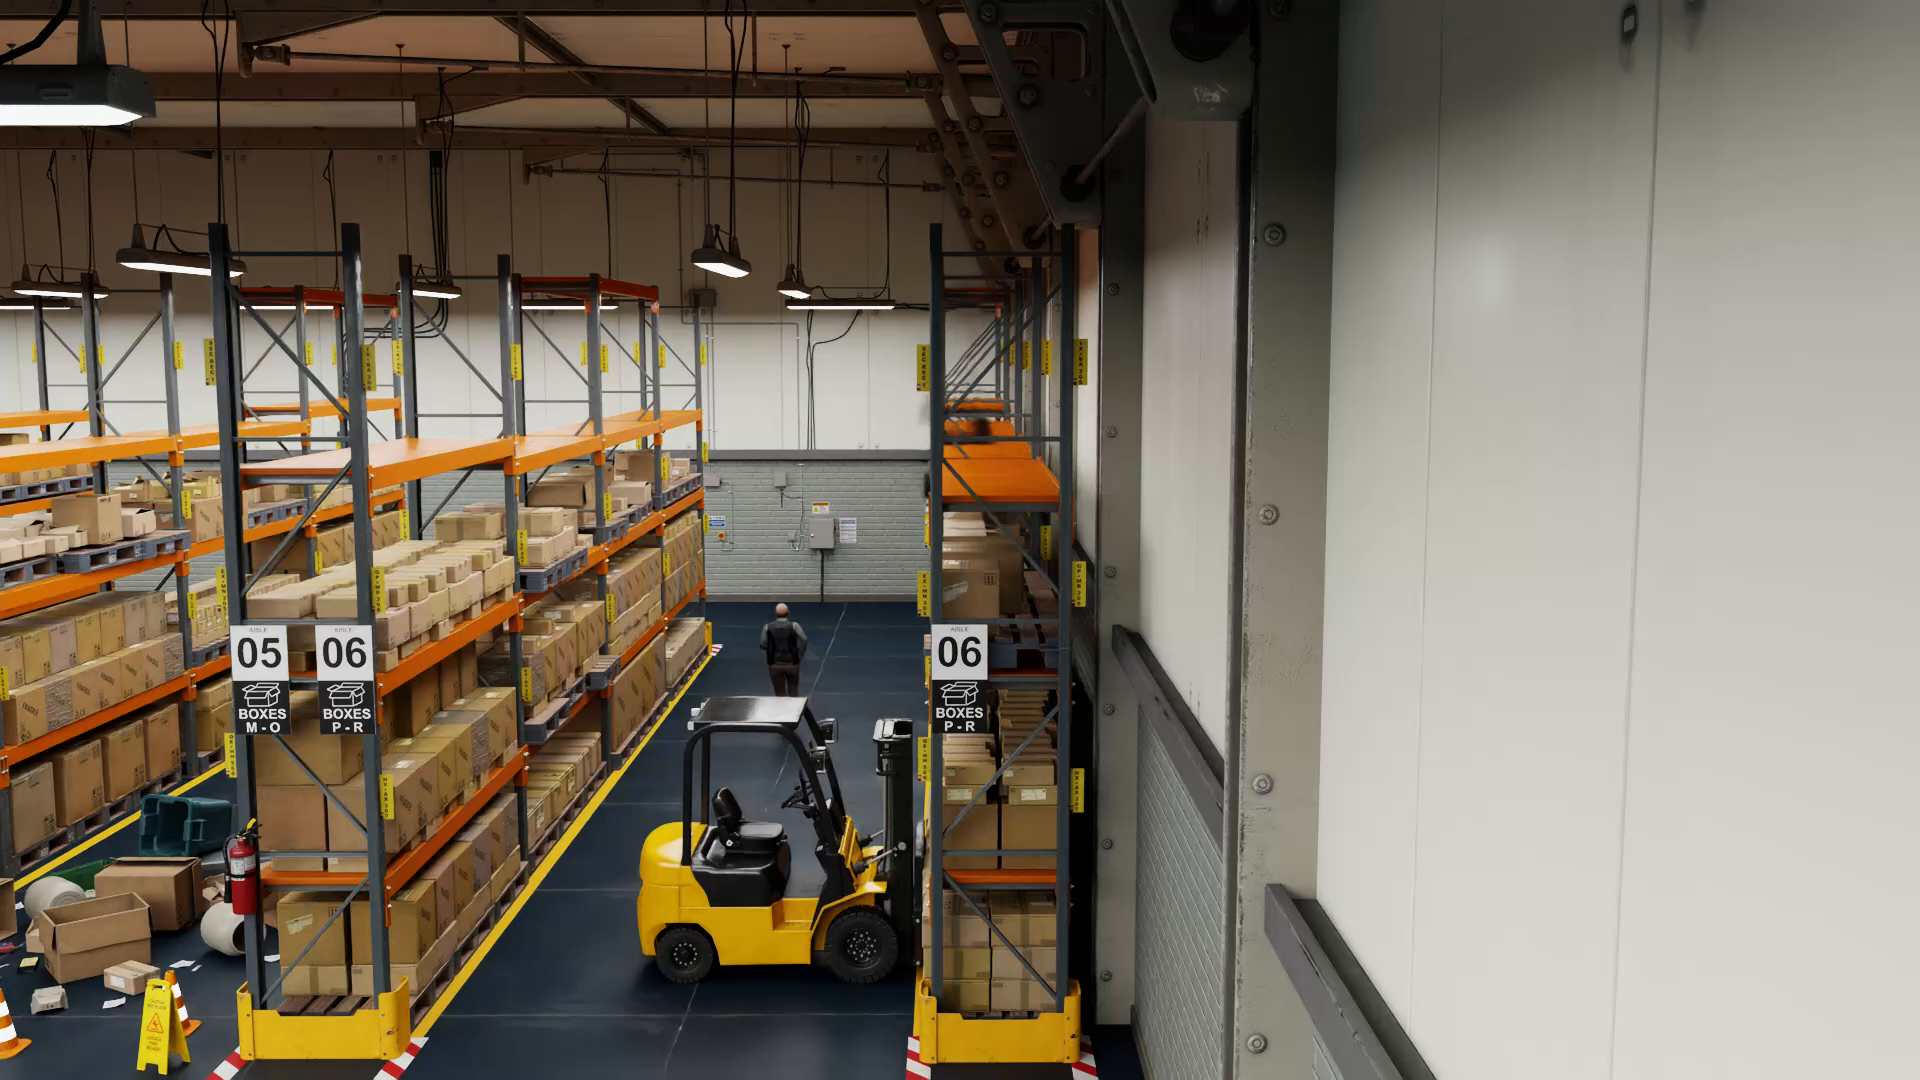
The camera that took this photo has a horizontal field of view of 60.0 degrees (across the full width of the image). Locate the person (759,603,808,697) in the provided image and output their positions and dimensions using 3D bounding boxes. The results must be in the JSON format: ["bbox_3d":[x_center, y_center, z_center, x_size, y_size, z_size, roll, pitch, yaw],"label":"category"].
[{"bbox_3d":[-2.385,1.692,22.514,0.652,1.680,0.703,-1,7,-8],"label":"person"}]
